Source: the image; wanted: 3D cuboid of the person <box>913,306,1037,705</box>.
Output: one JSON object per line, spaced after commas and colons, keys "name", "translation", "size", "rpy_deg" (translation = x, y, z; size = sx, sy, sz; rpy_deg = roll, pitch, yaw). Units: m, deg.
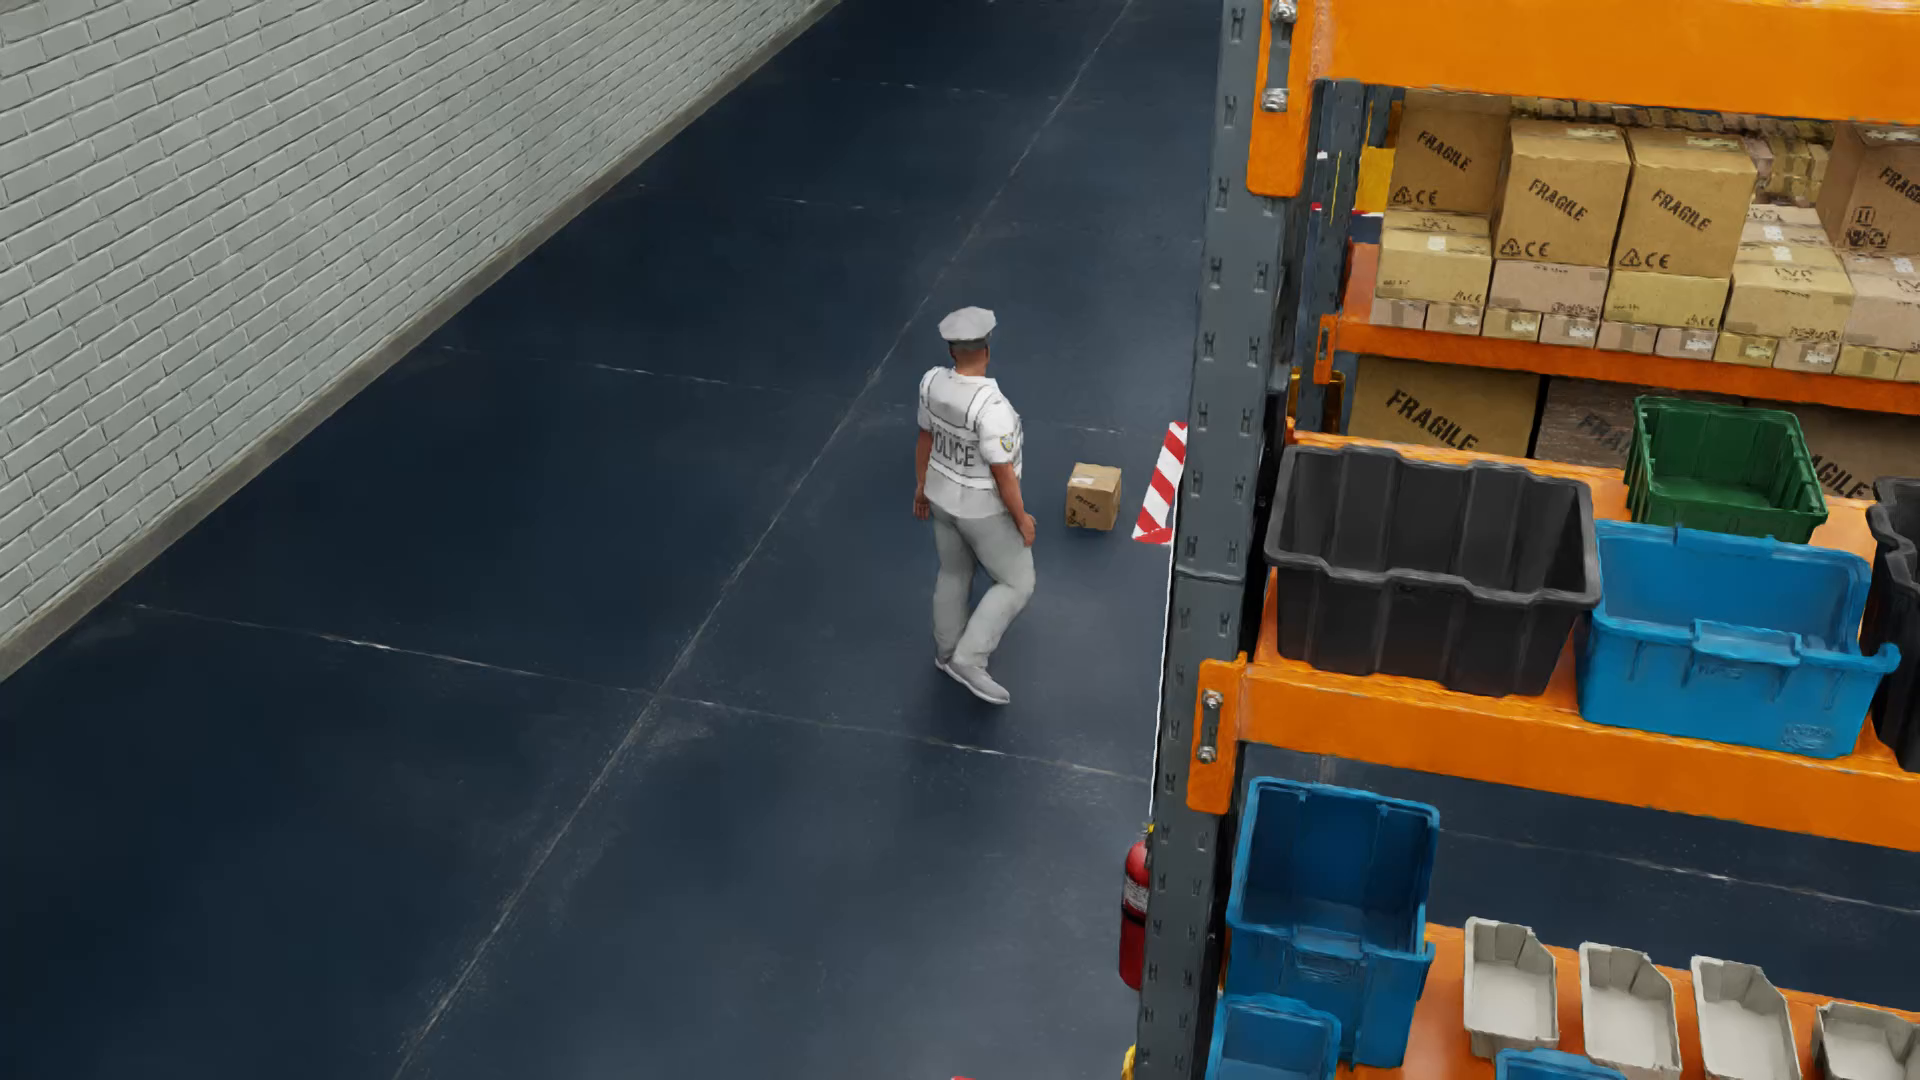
{"name": "person", "translation": [0.069, -0.136, 7.318], "size": [0.498, 1.739, 0.721], "rpy_deg": [-23, 39, -31]}
